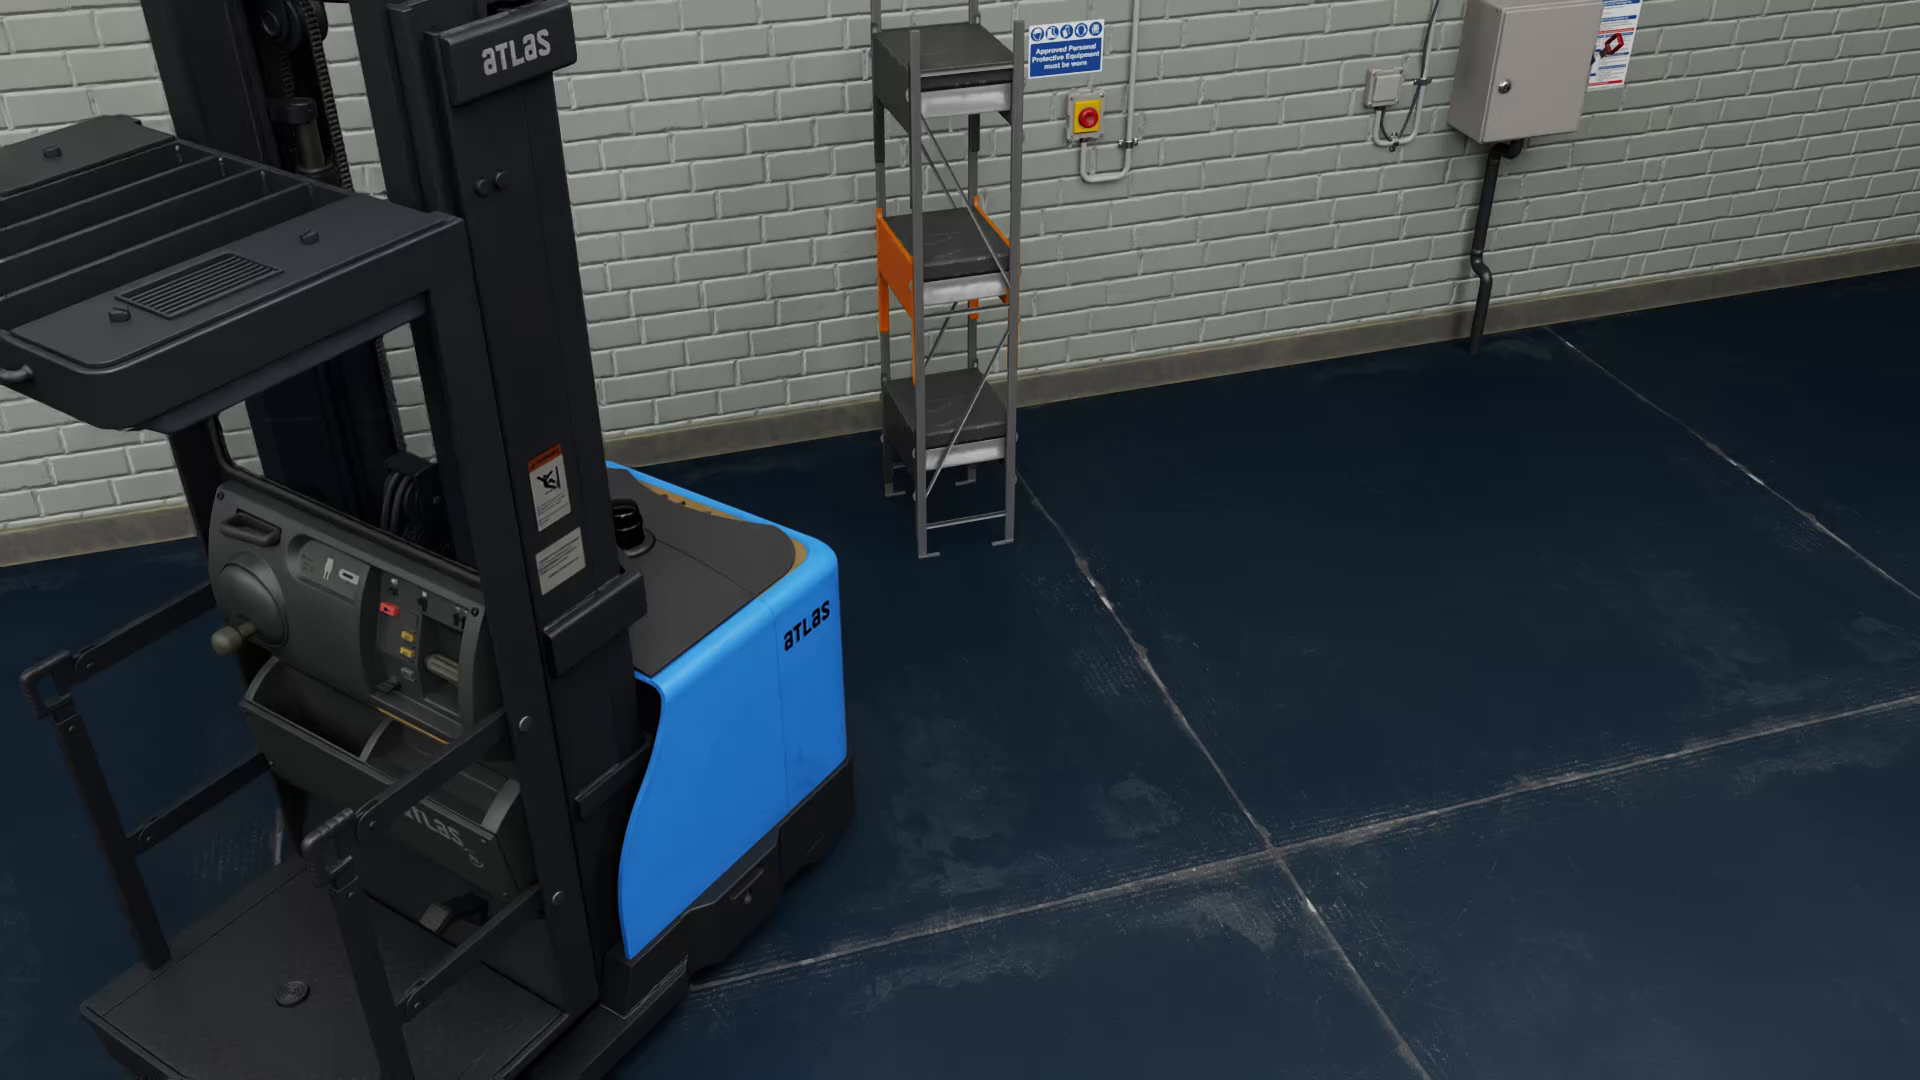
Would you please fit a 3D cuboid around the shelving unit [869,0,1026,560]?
[{"bbox_3d":[-0.050,-0.963,6.303,0.431,2.100,0.503,-10,35,-15],"label":"shelving unit"}]

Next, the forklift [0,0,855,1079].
[{"bbox_3d":[-1.564,0.223,3.754,1.130,2.935,3.031,20,38,27],"label":"forklift"}]

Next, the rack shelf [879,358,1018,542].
[{"bbox_3d":[-0.050,-0.368,6.696,0.431,0.518,0.480,-10,35,-15],"label":"rack shelf"}]

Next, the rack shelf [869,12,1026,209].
[{"bbox_3d":[-0.050,-1.536,5.924,0.431,0.518,0.480,-10,35,-15],"label":"rack shelf"}]

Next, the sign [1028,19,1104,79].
[{"bbox_3d":[0.436,-2.020,6.841,0.327,0.218,0.001,-10,35,-15],"label":"sign"}]

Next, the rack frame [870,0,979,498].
[{"bbox_3d":[-0.125,-1.091,6.497,0.400,2.100,0.015,-10,35,-15],"label":"rack frame"}]

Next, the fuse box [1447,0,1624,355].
[{"bbox_3d":[2.546,-1.622,7.653,0.539,1.711,0.414,-10,35,-15],"label":"fuse box"}]

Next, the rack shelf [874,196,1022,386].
[{"bbox_3d":[-0.050,-0.952,6.310,0.431,0.518,0.480,-10,35,-15],"label":"rack shelf"}]

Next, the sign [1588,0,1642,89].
[{"bbox_3d":[2.953,-2.312,7.614,0.329,0.494,0.001,-10,35,-15],"label":"sign"}]

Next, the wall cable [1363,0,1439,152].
[{"bbox_3d":[1.848,-2.552,6.969,0.588,1.984,0.122,-10,35,-15],"label":"wall cable"}]

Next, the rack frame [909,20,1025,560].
[{"bbox_3d":[0.024,-0.835,6.109,0.400,2.100,0.015,-10,35,-15],"label":"rack frame"}]

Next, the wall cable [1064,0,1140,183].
[{"bbox_3d":[0.501,-2.320,6.591,0.585,1.953,0.123,-10,35,-15],"label":"wall cable"}]
